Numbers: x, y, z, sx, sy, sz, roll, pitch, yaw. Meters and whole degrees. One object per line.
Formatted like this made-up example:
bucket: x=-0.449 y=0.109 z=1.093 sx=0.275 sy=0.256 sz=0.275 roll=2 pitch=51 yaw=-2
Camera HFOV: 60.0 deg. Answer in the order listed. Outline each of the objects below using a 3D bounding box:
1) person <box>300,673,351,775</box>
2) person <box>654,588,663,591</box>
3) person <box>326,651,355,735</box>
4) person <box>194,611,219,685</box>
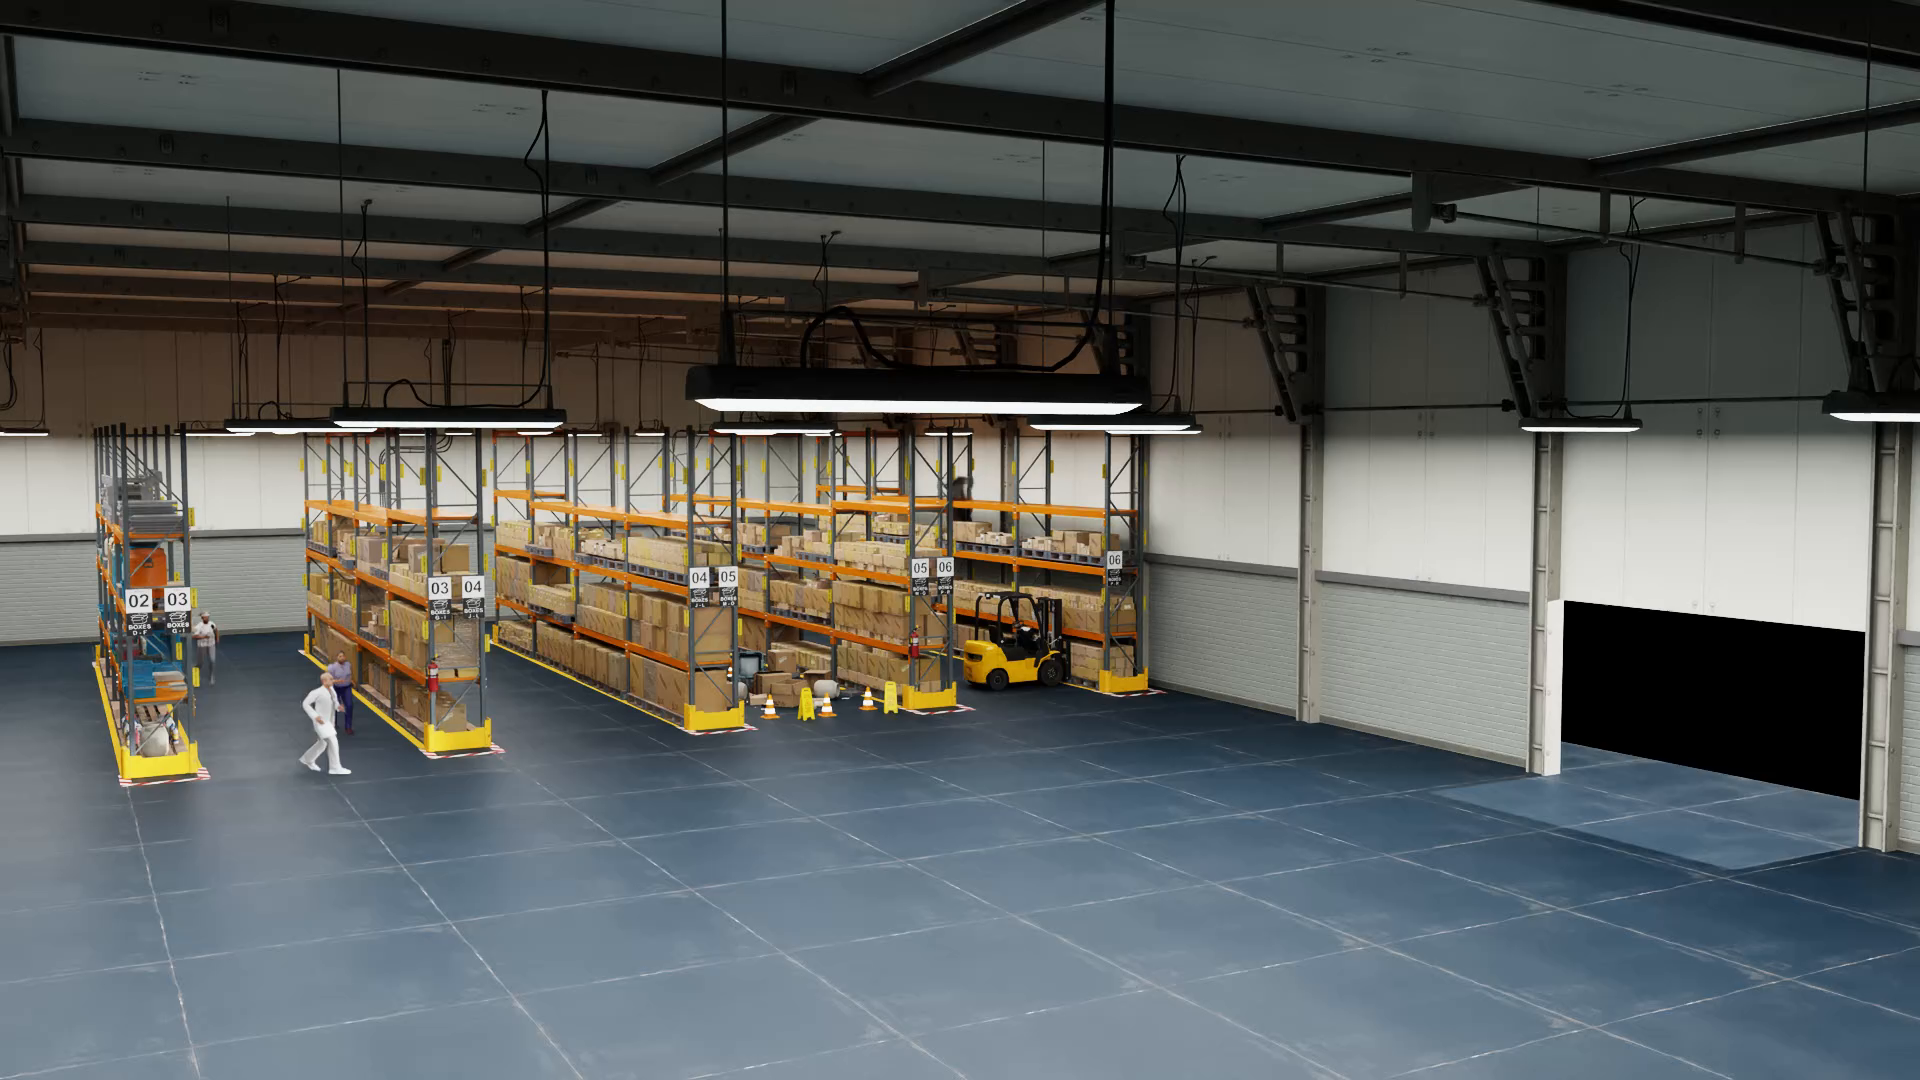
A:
person: x=-10.871 y=3.119 z=28.229 sx=0.950 sy=1.753 sz=0.729 roll=1 pitch=4 yaw=12
person: x=-9.072 y=1.754 z=51.703 sx=0.667 sy=1.708 sz=1.001 roll=3 pitch=5 yaw=43
person: x=-12.071 y=2.944 z=32.343 sx=0.611 sy=1.629 sz=0.968 roll=-3 pitch=4 yaw=-37
person: x=-17.711 y=2.518 z=39.058 sx=0.569 sy=1.736 sz=0.898 roll=-2 pitch=4 yaw=-35
